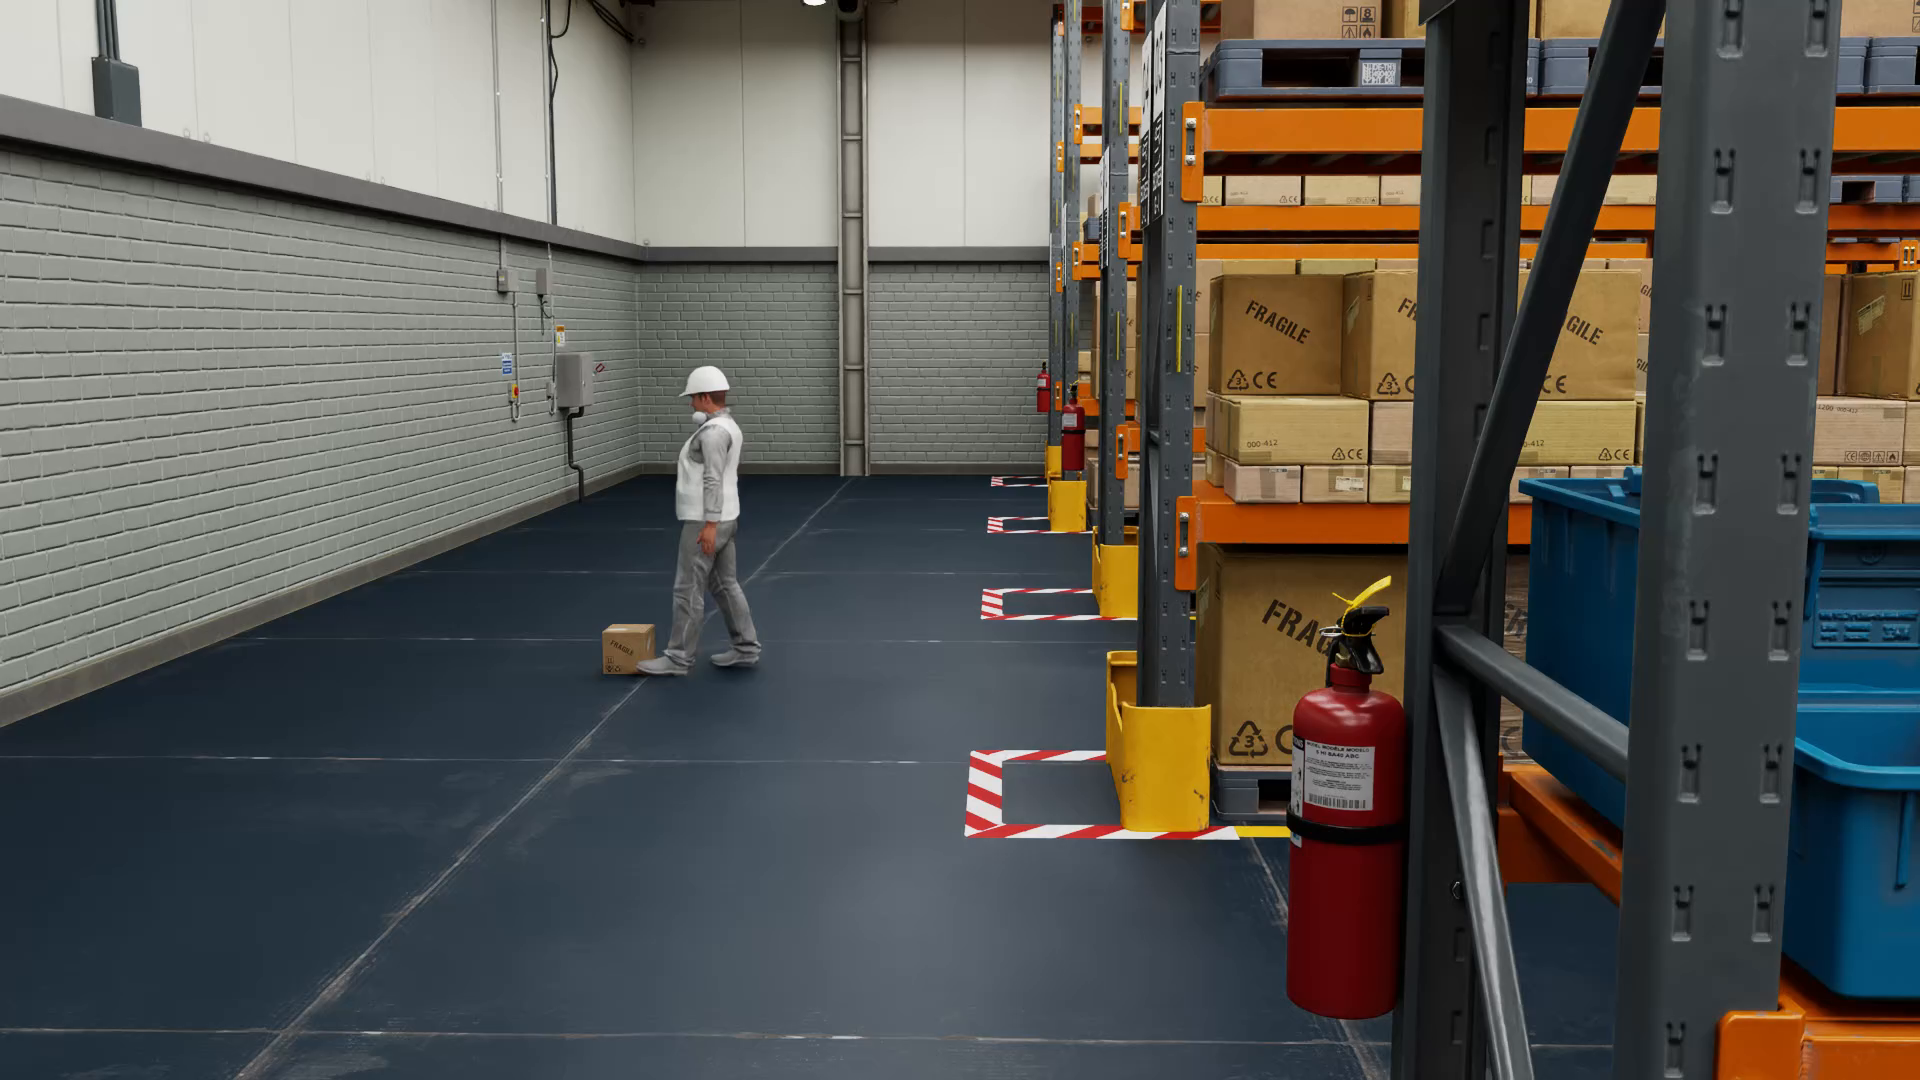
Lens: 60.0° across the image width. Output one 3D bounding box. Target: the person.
[{"bbox_3d":[-1.511,-0.114,9.585,0.684,1.766,0.553,0,7,1],"label":"person"}]
